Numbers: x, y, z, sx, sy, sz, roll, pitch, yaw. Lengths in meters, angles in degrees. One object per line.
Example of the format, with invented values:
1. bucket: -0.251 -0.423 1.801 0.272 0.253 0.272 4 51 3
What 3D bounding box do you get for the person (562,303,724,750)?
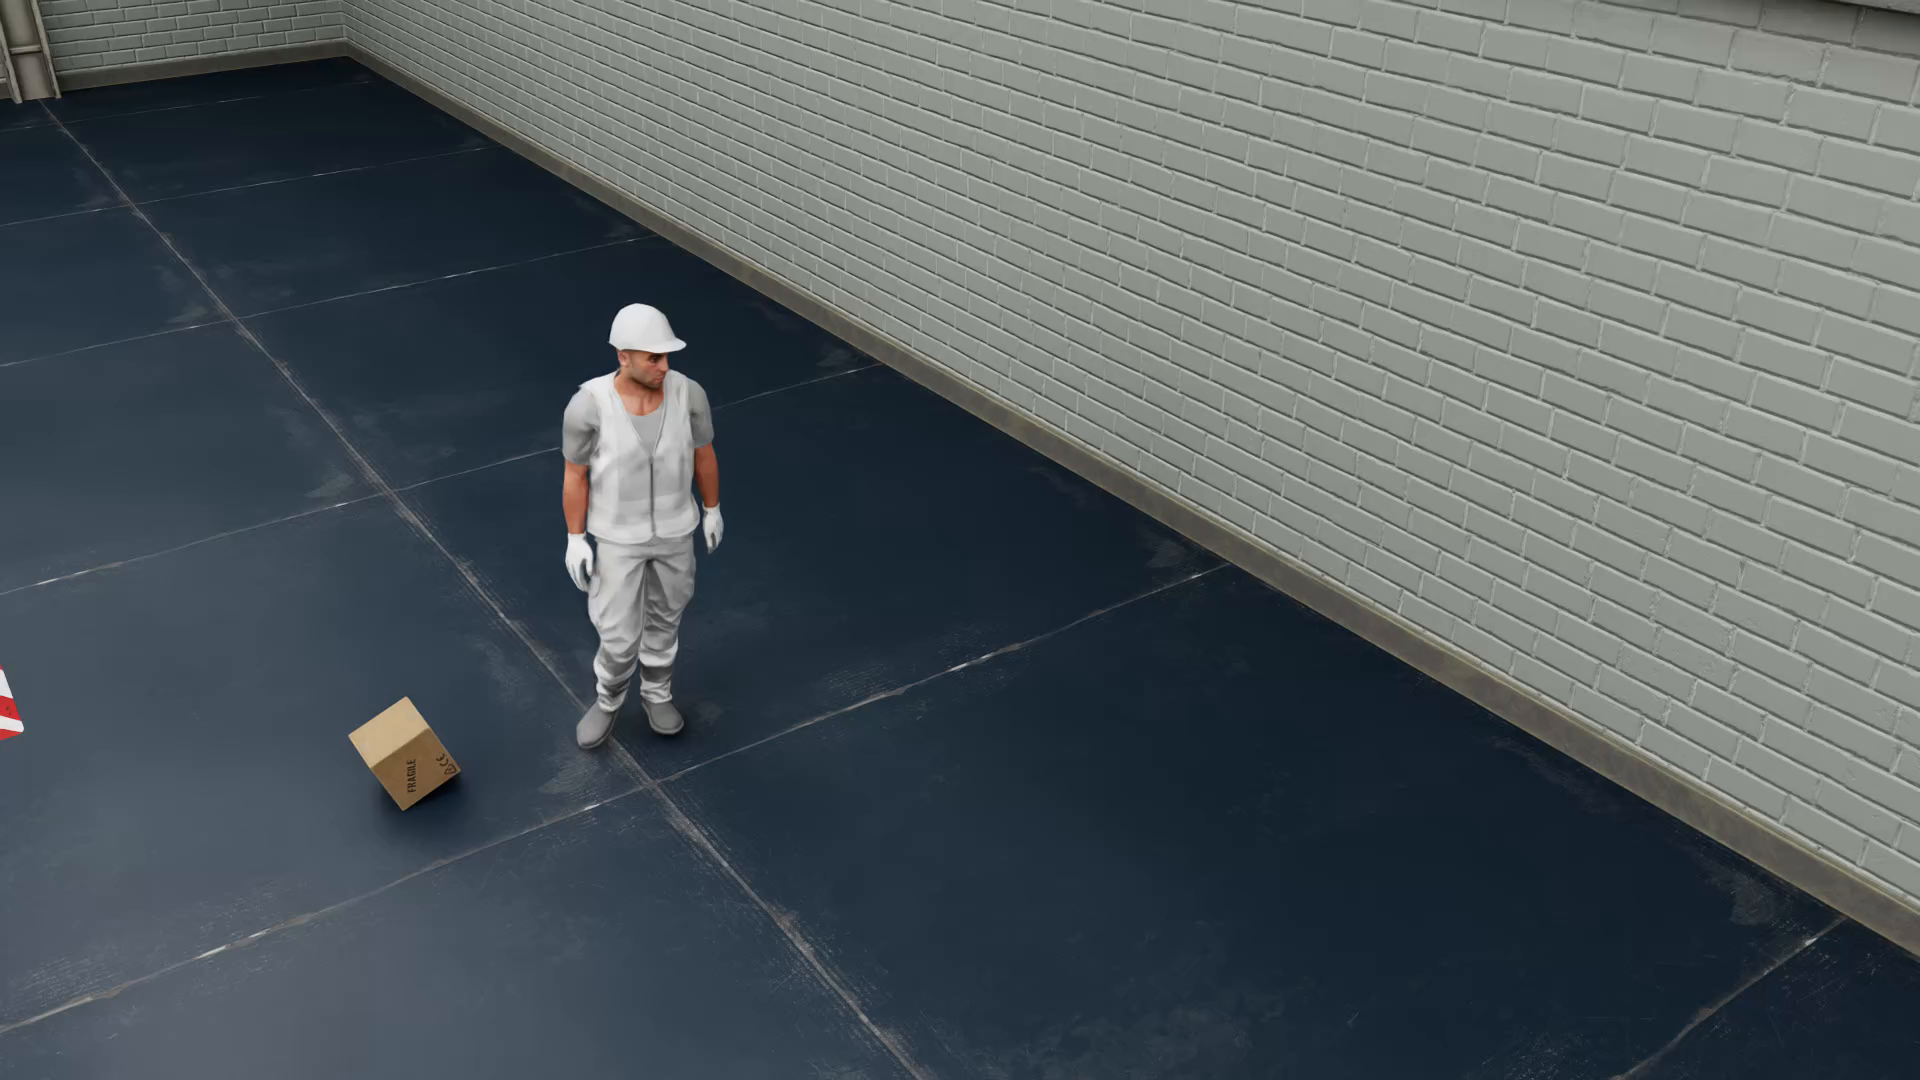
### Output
1. person: -1.174 -0.031 6.119 0.658 1.769 0.451 -14 31 -23
